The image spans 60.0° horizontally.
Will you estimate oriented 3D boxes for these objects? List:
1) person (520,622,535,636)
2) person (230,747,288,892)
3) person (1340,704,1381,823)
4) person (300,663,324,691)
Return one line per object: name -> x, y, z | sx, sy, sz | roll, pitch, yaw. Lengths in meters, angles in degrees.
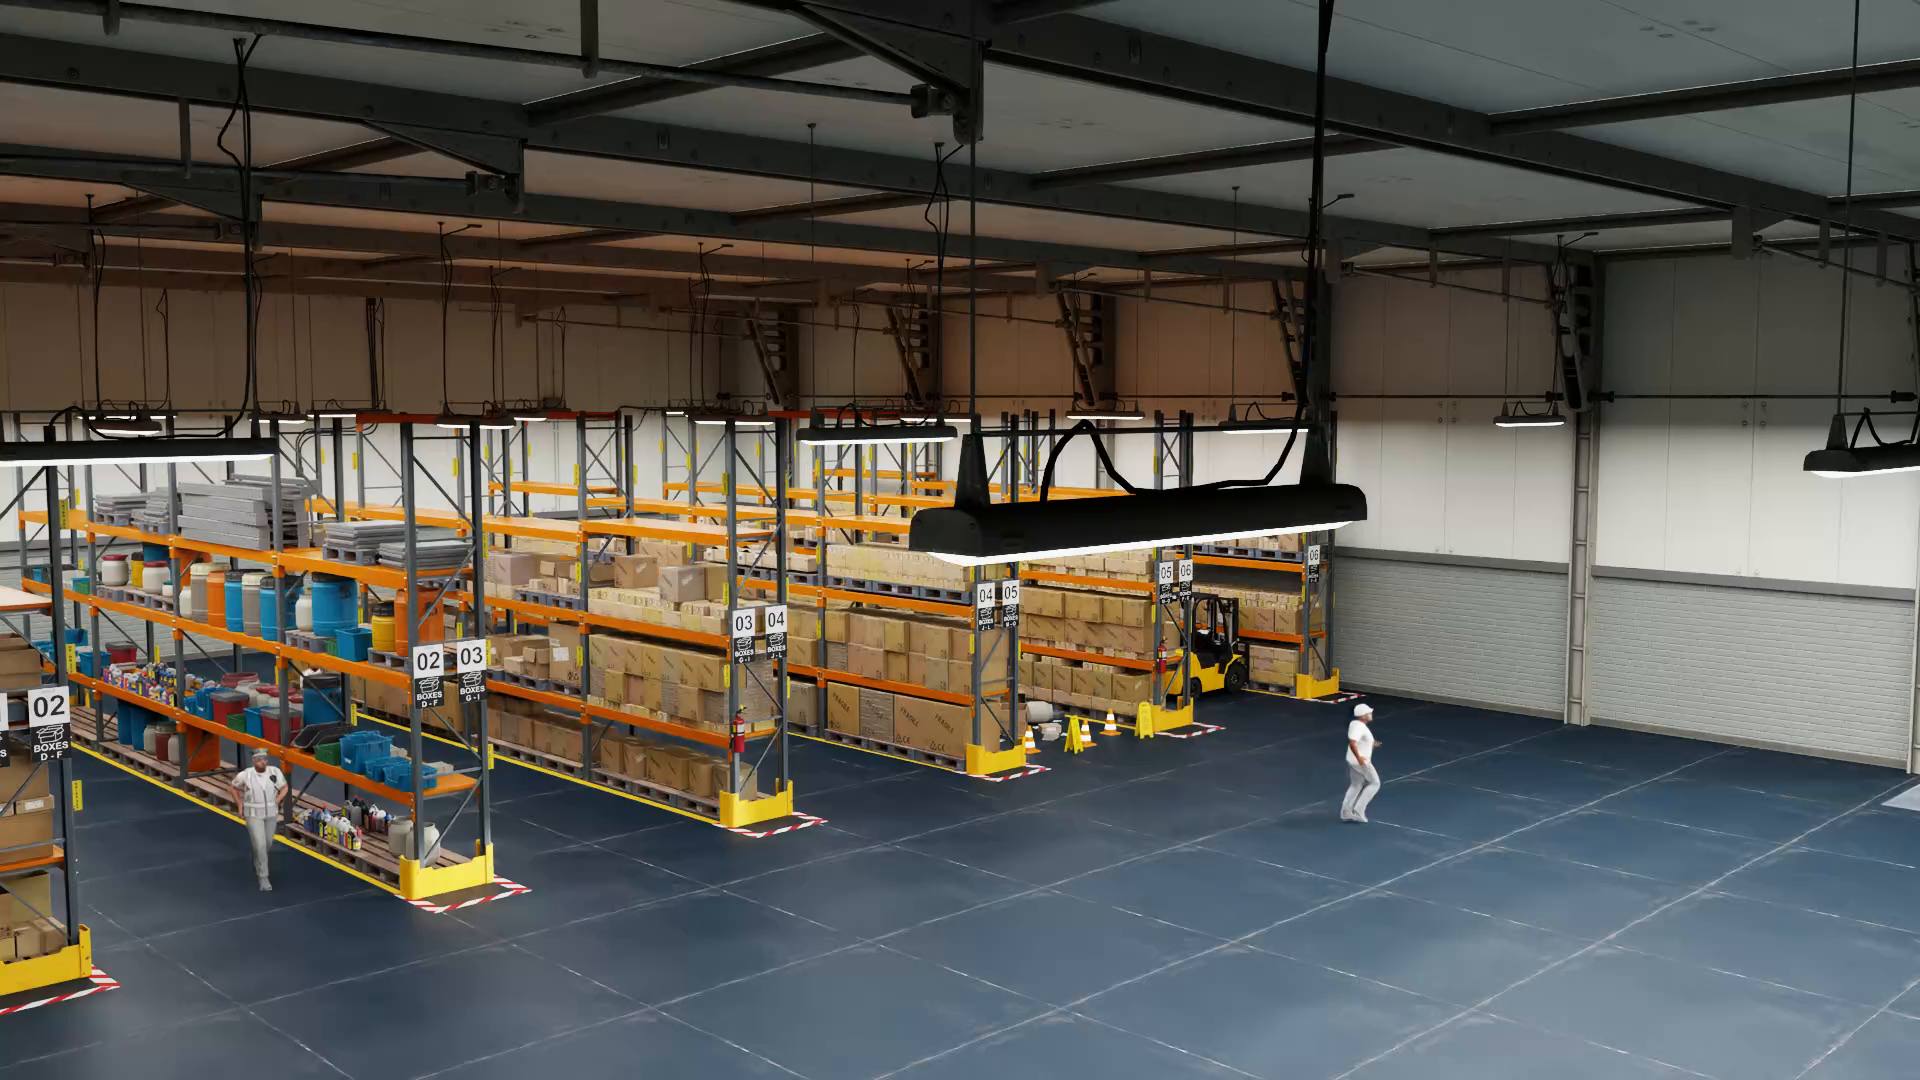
person -> -10.587, 2.029, 40.819 | 0.458, 1.523, 0.569 | 0, 5, 4
person -> -9.062, 3.567, 21.603 | 0.655, 1.809, 0.897 | -4, 7, -42
person -> 5.987, 3.315, 24.745 | 0.679, 1.767, 0.668 | -1, 5, -8
person -> -11.520, 2.927, 29.726 | 0.708, 1.724, 0.585 | 4, 6, 36
